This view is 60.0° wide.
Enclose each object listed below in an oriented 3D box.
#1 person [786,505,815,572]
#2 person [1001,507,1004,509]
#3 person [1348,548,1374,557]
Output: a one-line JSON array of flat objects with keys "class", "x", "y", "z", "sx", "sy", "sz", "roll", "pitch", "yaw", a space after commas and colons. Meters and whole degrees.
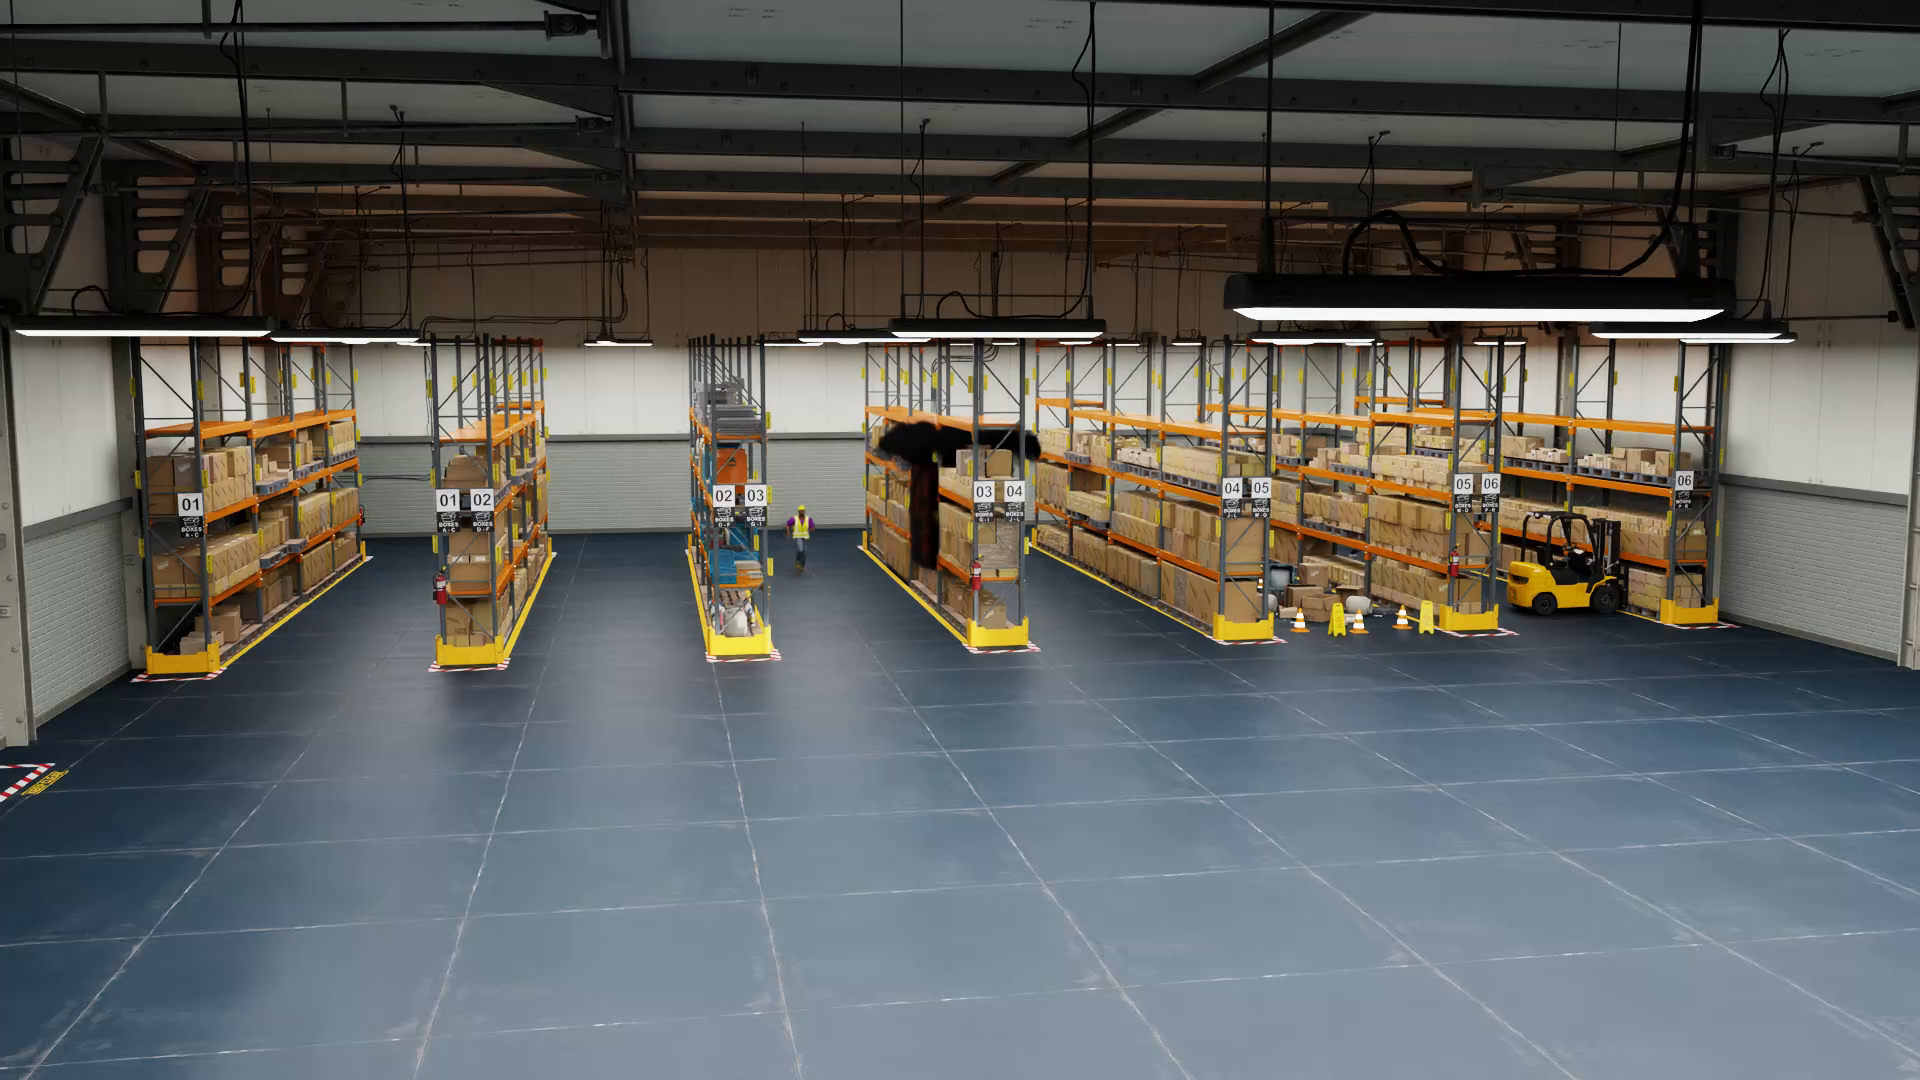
[{"class": "person", "x": -4.029, "y": -0.023, "z": 42.281, "sx": 0.683, "sy": 1.727, "sz": 0.730, "roll": -3, "pitch": 7, "yaw": -21}, {"class": "person", "x": 1.025, "y": -0.884, "z": 50.358, "sx": 0.745, "sy": 1.724, "sz": 0.585, "roll": 3, "pitch": 7, "yaw": 21}, {"class": "person", "x": 10.993, "y": -0.278, "z": 45.604, "sx": 0.533, "sy": 1.566, "sz": 0.905, "roll": -4, "pitch": 8, "yaw": -30}]
